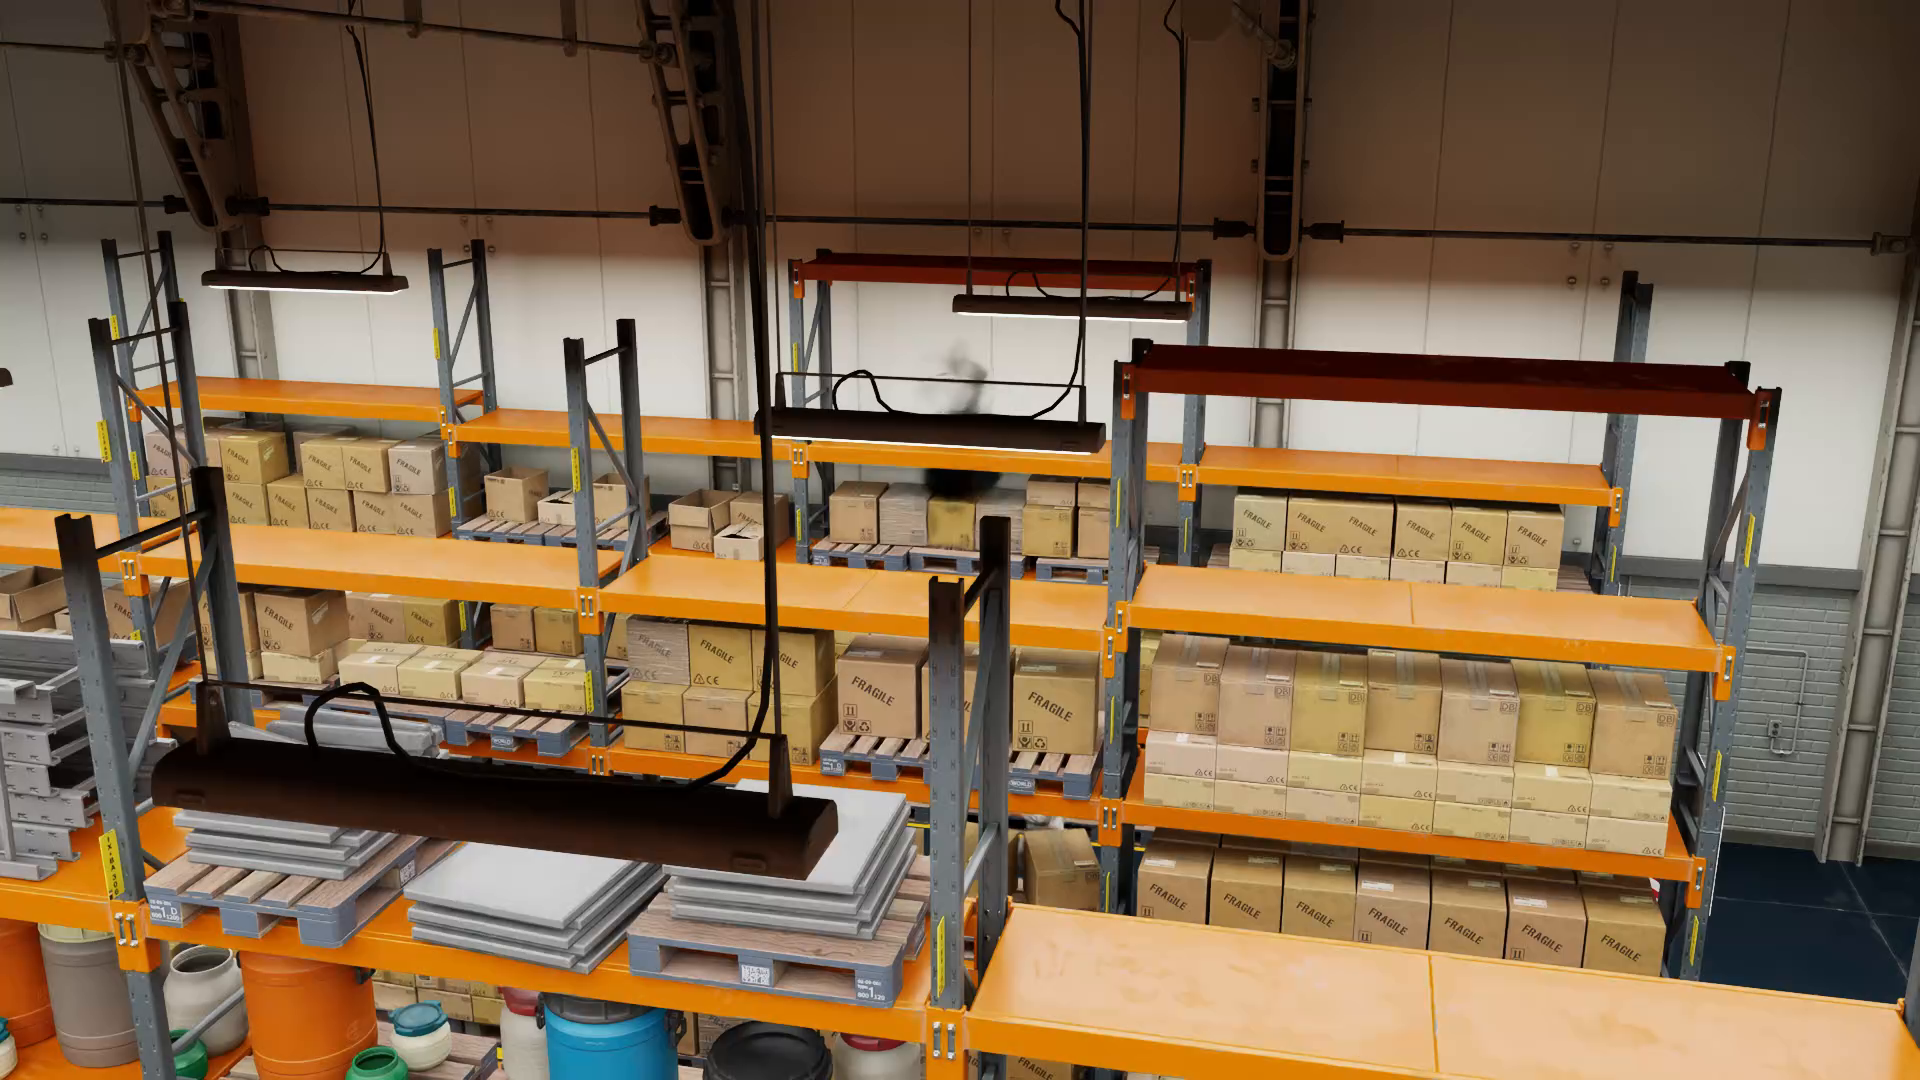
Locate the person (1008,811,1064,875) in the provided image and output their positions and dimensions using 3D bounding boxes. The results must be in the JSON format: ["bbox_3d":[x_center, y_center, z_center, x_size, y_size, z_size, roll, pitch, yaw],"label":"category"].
[{"bbox_3d":[0.785,2.773,15.749,0.693,1.771,0.629,0,16,-1],"label":"person"}]
